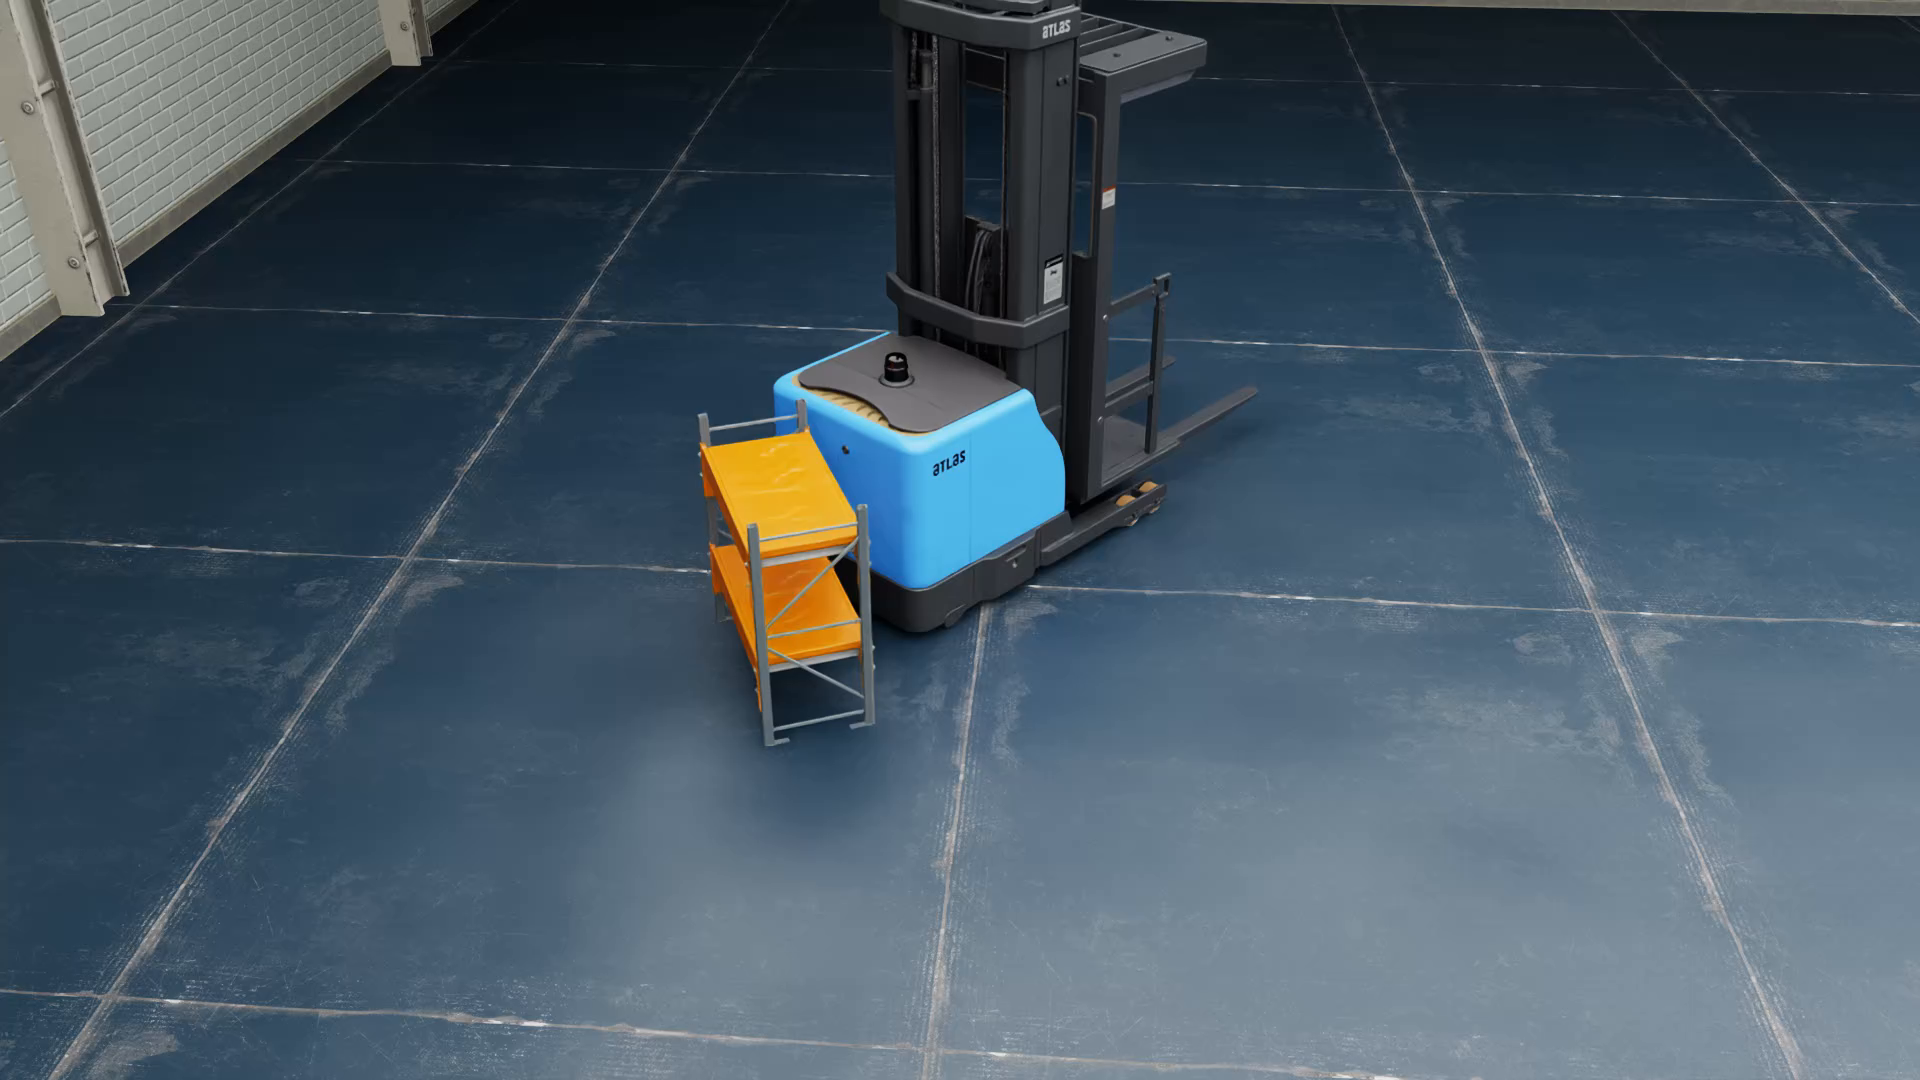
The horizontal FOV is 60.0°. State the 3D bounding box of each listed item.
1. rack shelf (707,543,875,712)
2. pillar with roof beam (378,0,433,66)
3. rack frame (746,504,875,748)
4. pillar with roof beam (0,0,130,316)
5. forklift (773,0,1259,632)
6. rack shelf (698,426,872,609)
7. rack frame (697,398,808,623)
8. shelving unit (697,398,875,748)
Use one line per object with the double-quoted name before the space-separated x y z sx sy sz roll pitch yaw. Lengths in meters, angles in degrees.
"rack shelf" -0.784 0.336 7.599 0.538 0.278 1.000 -10 33 -16
"pillar with roof beam" -1.141 -8.400 13.804 9.100 9.000 0.400 2 32 4
"rack frame" -0.621 0.380 7.061 0.500 1.125 0.032 -10 33 -16
"pillar with roof beam" -1.630 -5.263 8.713 9.100 9.000 0.400 2 32 4
"forklift" 0.470 -1.488 8.370 1.130 2.935 3.031 27 40 36
"rack shelf" -0.784 -0.122 7.318 0.538 0.278 1.000 -10 33 -16
"rack frame" -0.948 -0.125 7.881 0.500 1.125 0.032 -10 33 -16
"shelving unit" -0.784 0.127 7.471 0.538 1.125 1.048 -10 33 -16
